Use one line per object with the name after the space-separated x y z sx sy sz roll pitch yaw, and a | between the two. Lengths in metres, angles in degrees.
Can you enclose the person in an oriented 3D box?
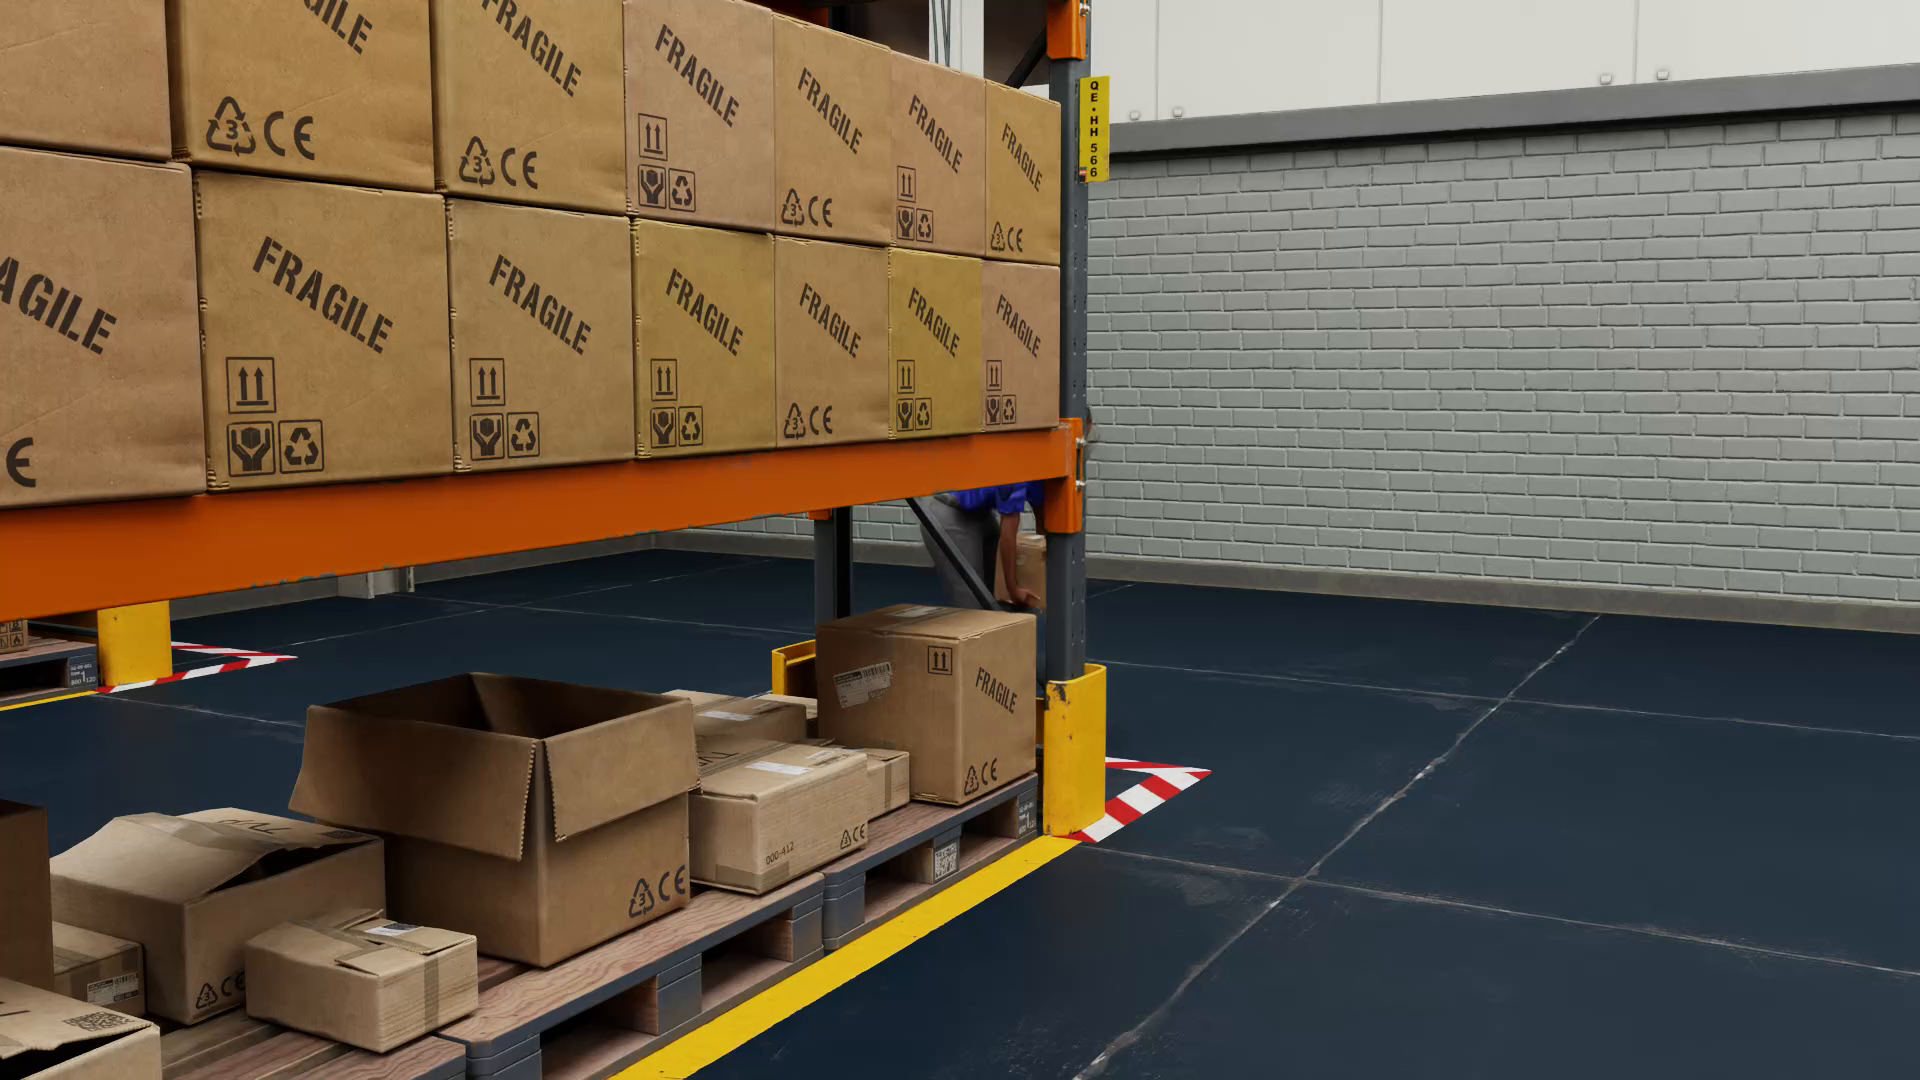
0.202 0.095 6.856 0.759 1.381 0.416 4 7 33 | person
